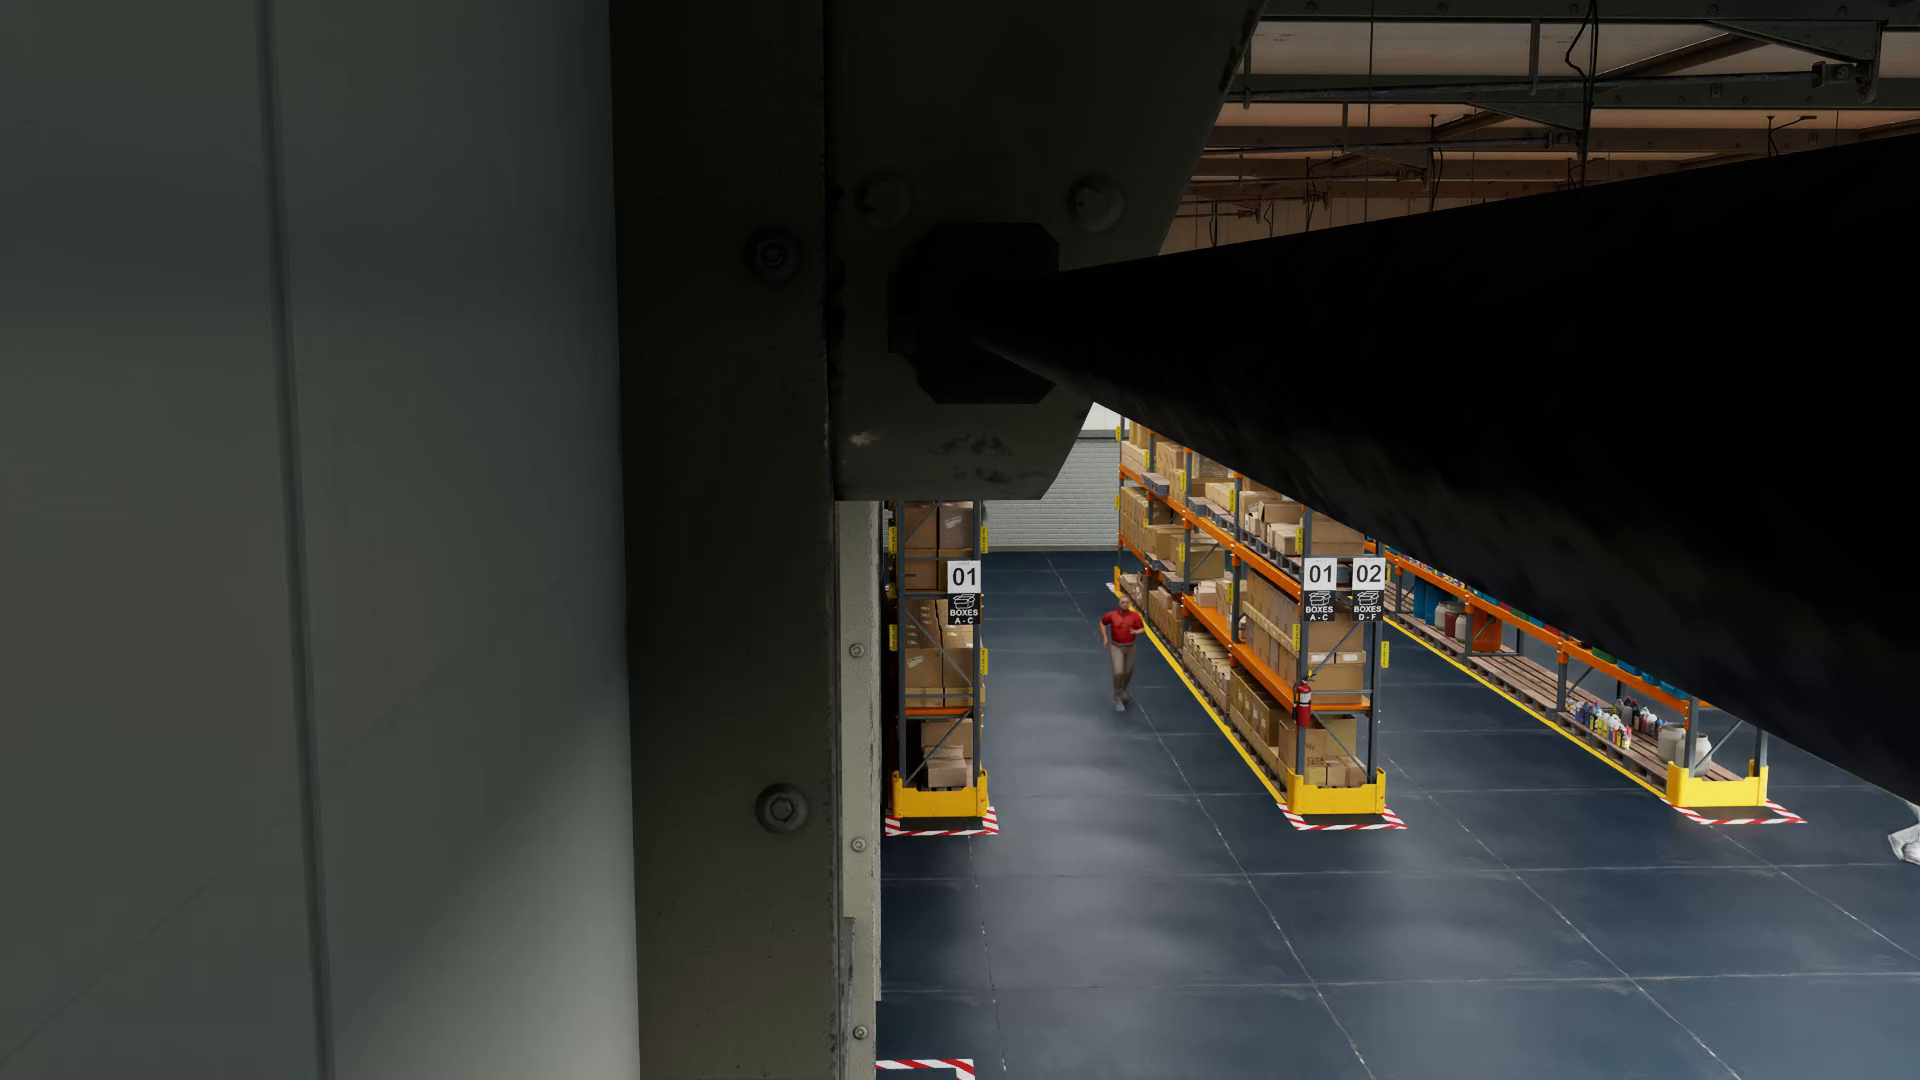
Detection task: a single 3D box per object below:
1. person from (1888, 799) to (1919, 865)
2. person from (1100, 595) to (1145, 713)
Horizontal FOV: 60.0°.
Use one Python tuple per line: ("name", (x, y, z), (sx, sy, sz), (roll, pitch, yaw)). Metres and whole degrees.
("person", (10.804, 2.852, 18.728), (0.549, 1.636, 0.621), (5, 9, 30))
("person", (2.549, 1.741, 25.982), (0.649, 1.772, 0.885), (-1, 8, -8))
